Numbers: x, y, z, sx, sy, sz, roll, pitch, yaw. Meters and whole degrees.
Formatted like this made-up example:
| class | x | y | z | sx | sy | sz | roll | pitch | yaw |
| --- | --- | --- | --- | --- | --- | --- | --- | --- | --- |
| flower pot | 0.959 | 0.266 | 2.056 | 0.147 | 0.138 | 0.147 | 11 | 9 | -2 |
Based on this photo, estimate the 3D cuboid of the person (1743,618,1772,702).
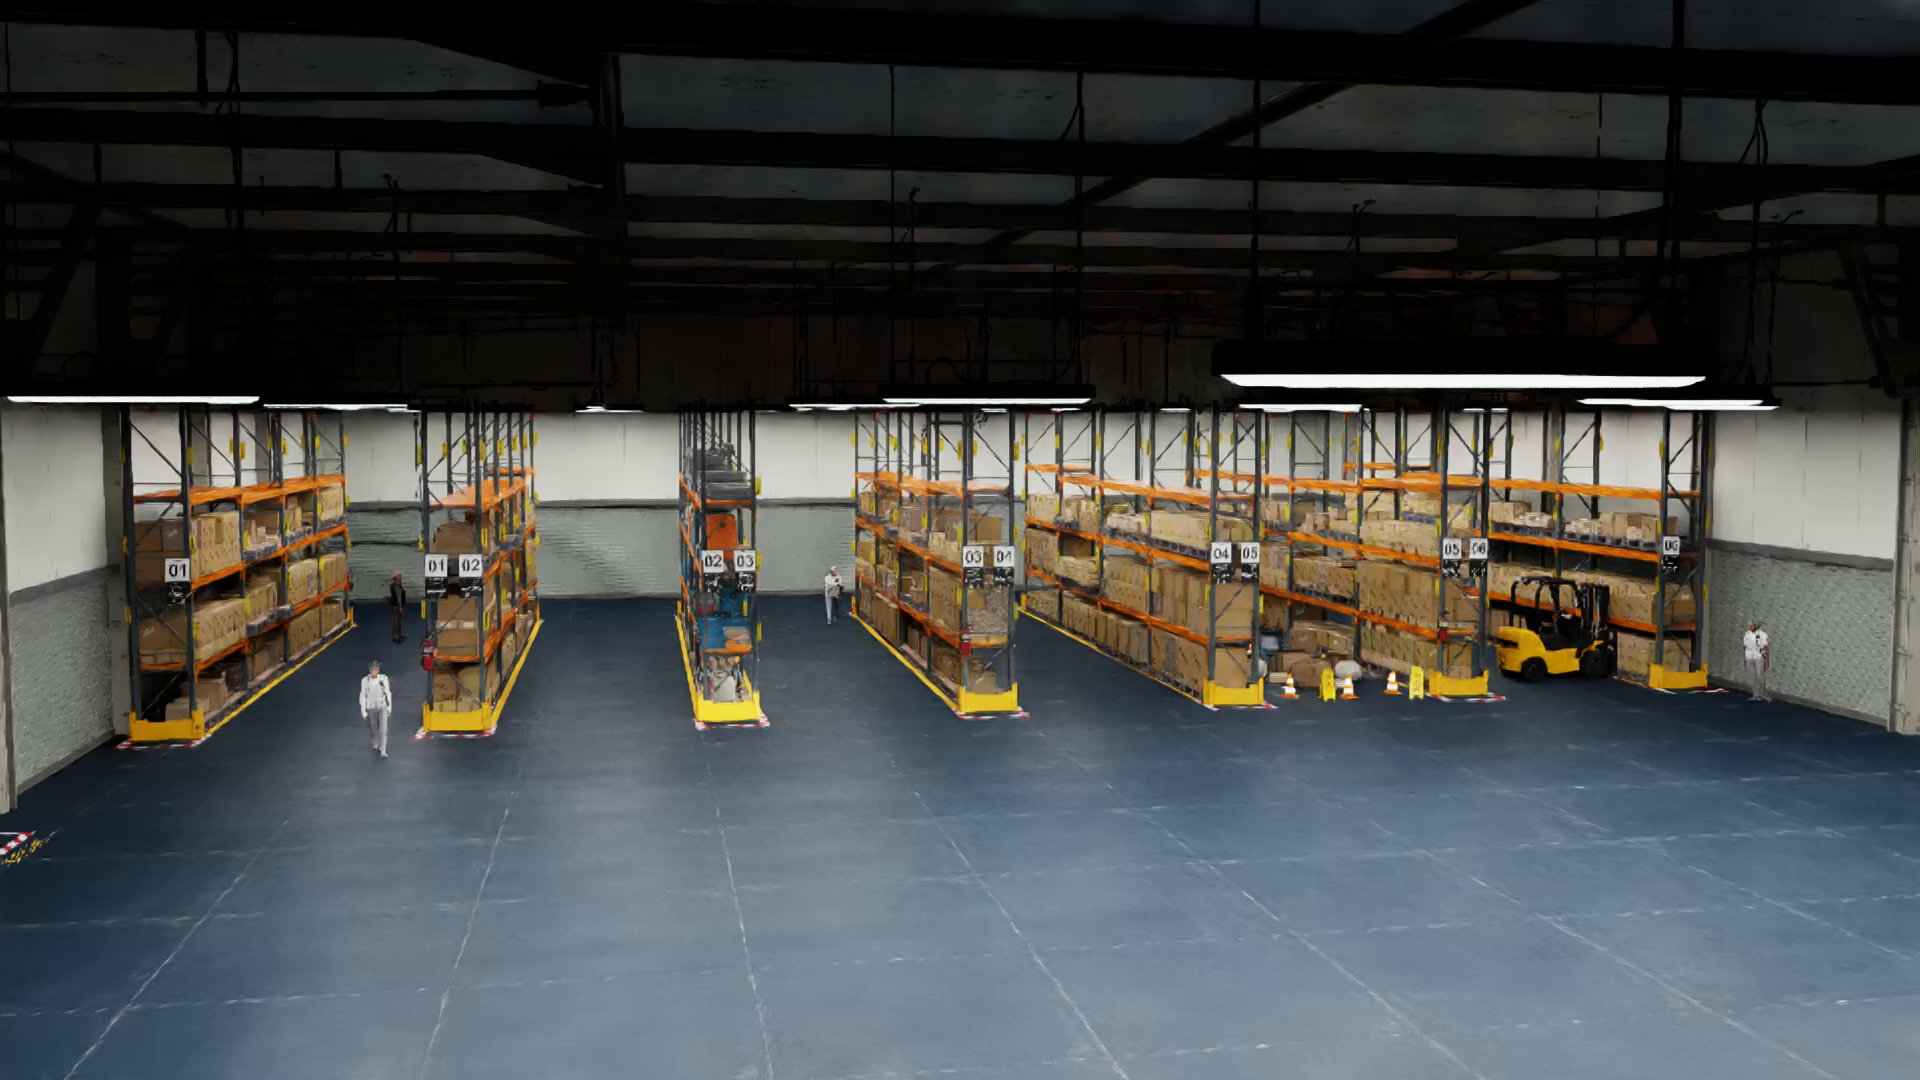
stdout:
| class | x | y | z | sx | sy | sz | roll | pitch | yaw |
| --- | --- | --- | --- | --- | --- | --- | --- | --- | --- |
| person | 15.894 | 2.381 | 33.127 | 0.401 | 1.670 | 0.568 | -4 | 6 | -40 |

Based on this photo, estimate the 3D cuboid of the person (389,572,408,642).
| class | x | y | z | sx | sy | sz | roll | pitch | yaw |
| --- | --- | --- | --- | --- | --- | --- | --- | --- | --- |
| person | -14.162 | 1.678 | 41.996 | 0.455 | 1.728 | 0.598 | -3 | 5 | -31 |

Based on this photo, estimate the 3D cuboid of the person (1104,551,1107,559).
| class | x | y | z | sx | sy | sz | roll | pitch | yaw |
| --- | --- | --- | --- | --- | --- | --- | --- | --- | --- |
| person | 4.177 | 1.195 | 48.026 | 0.505 | 1.788 | 0.624 | -4 | 6 | -41 |

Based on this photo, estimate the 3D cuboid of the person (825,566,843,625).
| class | x | y | z | sx | sy | sz | roll | pitch | yaw |
| --- | --- | --- | --- | --- | --- | --- | --- | --- | --- |
| person | -3.446 | 1.493 | 45.402 | 0.481 | 1.580 | 1.085 | -1 | 4 | -8 |

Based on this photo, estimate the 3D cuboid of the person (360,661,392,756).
| class | x | y | z | sx | sy | sz | roll | pitch | yaw |
| --- | --- | --- | --- | --- | --- | --- | --- | --- | --- |
| person | -9.814 | 2.797 | 27.913 | 0.498 | 1.585 | 1.075 | -1 | 4 | -13 |
